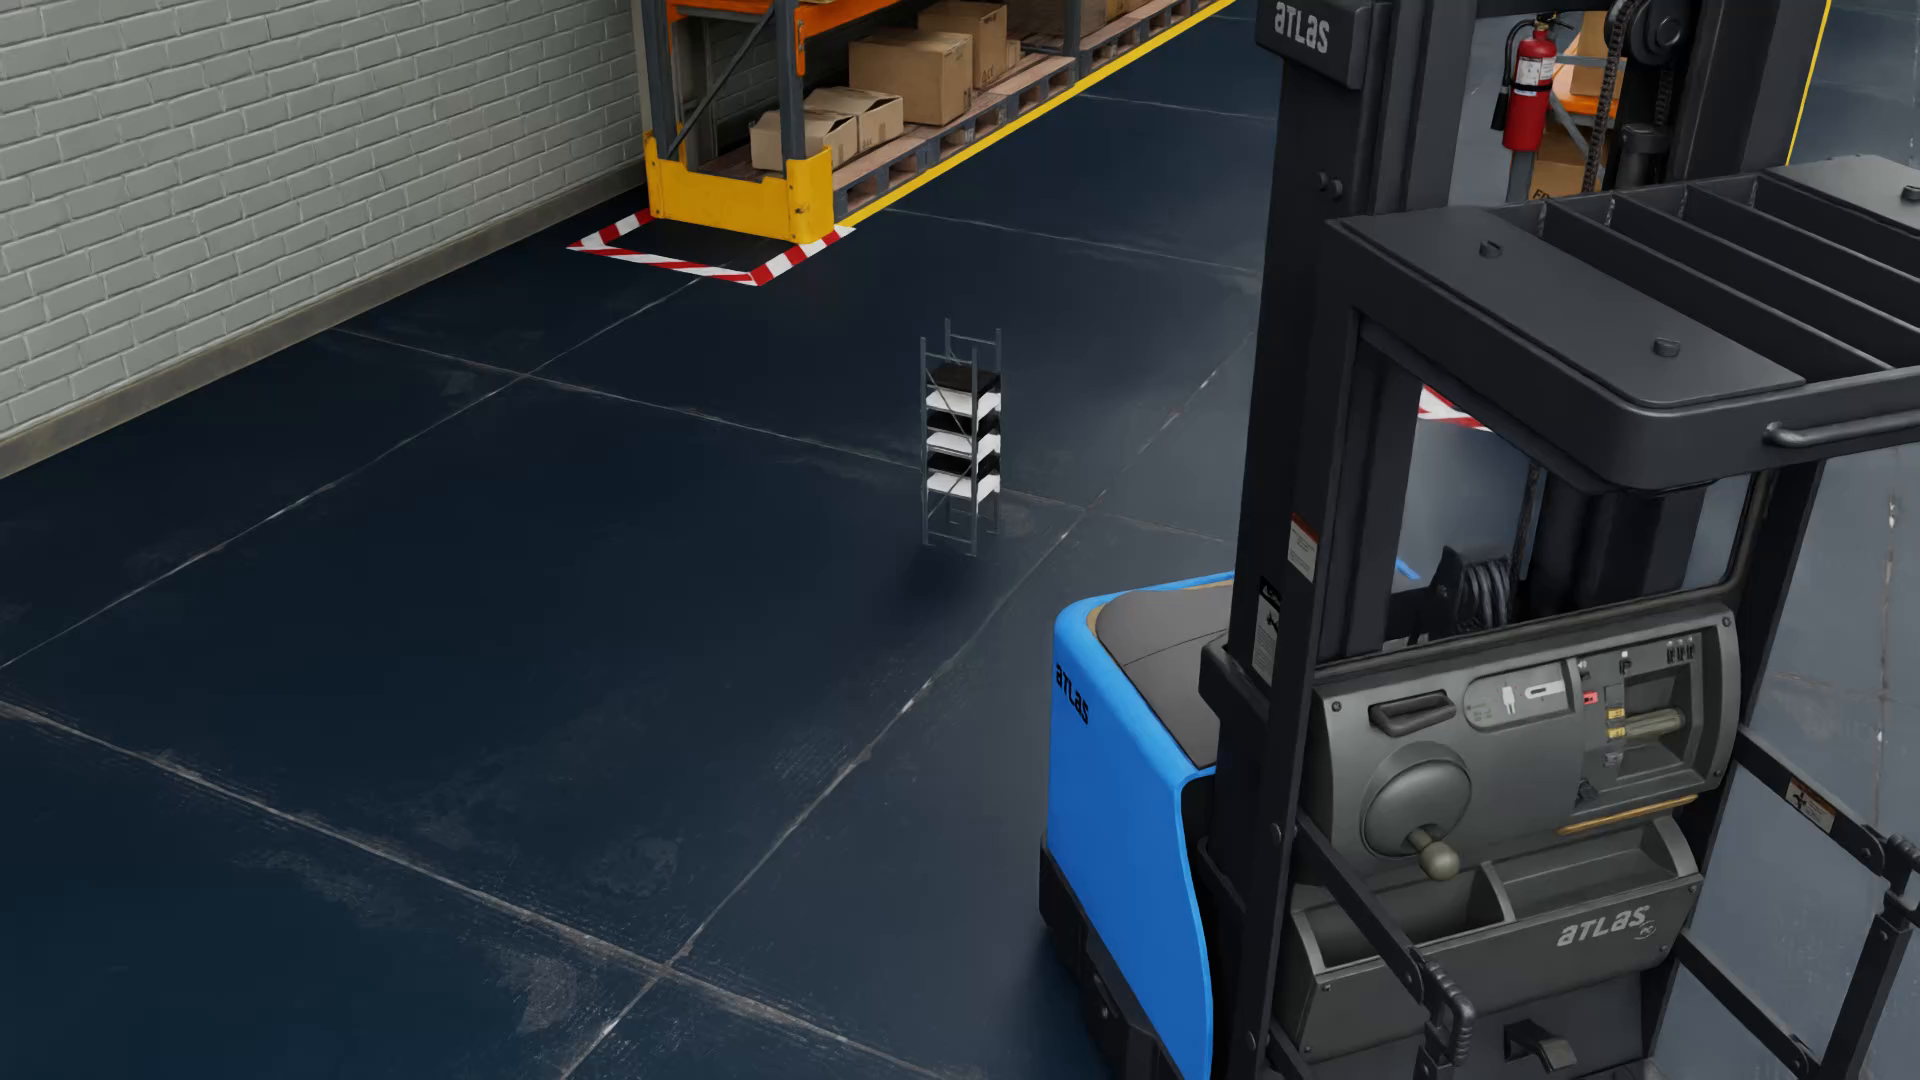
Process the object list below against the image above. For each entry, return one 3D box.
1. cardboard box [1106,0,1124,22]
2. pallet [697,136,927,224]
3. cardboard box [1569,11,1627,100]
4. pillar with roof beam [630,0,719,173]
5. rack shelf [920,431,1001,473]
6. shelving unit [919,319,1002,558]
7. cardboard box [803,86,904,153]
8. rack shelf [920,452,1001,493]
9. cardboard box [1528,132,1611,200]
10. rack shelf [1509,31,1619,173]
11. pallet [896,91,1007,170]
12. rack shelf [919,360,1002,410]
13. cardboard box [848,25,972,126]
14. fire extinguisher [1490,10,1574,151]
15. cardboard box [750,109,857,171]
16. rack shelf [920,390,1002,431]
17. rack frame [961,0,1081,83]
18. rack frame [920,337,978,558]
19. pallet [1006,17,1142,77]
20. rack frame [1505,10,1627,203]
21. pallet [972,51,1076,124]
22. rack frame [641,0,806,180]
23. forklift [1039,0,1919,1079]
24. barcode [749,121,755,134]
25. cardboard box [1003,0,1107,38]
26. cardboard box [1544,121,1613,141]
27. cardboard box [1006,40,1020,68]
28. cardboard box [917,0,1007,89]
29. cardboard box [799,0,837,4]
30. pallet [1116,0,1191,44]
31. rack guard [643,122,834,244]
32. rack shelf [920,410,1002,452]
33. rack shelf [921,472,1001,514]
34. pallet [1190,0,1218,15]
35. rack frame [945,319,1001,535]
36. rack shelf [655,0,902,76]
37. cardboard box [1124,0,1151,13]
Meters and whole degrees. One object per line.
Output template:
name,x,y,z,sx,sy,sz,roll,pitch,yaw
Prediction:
cardboard box,0.966,-4.655,13.912,0.700,0.500,0.500,14,33,22
pallet,-0.931,-2.381,10.684,1.003,0.211,1.213,14,33,23
cardboard box,3.268,-2.329,7.694,0.700,0.500,0.500,14,33,23
pillar with roof beam,2.014,-5.336,7.005,9.100,9.000,0.400,14,33,23
rack shelf,0.004,-0.365,6.549,0.258,0.077,0.200,14,33,23
shelving unit,0.004,-0.394,6.532,0.258,0.900,0.210,14,33,23
cardboard box,-0.712,-2.768,10.816,0.500,0.311,0.500,17,34,27
rack shelf,0.004,-0.287,6.594,0.258,0.077,0.200,14,33,23
cardboard box,3.024,-1.702,8.288,0.500,0.500,0.500,14,33,23
rack shelf,3.956,-2.657,9.087,1.077,0.370,4.000,14,33,23
pallet,-0.374,-2.920,11.622,1.003,0.211,1.213,14,33,23
rack shelf,0.004,-0.599,6.414,0.258,0.077,0.200,14,33,23
cardboard box,-0.333,-3.164,11.316,0.700,0.500,0.500,12,32,20
fire extinguisher,2.577,-2.101,7.475,0.296,0.674,0.183,14,33,23
cardboard box,-0.972,-2.515,10.376,0.500,0.311,0.500,11,32,18
rack shelf,0.004,-0.521,6.459,0.258,0.077,0.200,14,33,23
rack frame,0.455,-4.977,12.405,1.000,3.000,0.127,14,33,23
rack frame,-0.043,-0.349,6.454,0.240,0.900,0.006,14,33,23
pallet,0.808,-4.114,13.701,1.003,0.211,1.213,14,33,23
rack frame,3.044,-2.082,7.363,1.000,3.000,0.127,14,33,23
pallet,0.181,-3.462,12.567,1.003,0.211,1.213,14,33,23
rack frame,-1.367,-3.204,9.318,1.000,3.000,0.127,14,33,23
forklift,1.188,0.437,3.045,1.130,2.935,3.031,-10,31,-16
barcode,-1.320,-2.618,10.546,0.001,0.075,0.075,14,33,23
cardboard box,0.776,-4.414,13.493,0.700,0.500,0.500,15,33,25
cardboard box,3.466,-2.149,9.066,0.500,0.500,0.500,14,33,23
cardboard box,0.238,-3.696,12.577,0.380,0.166,0.250,10,31,17
cardboard box,0.018,-3.615,12.101,0.500,0.500,0.500,12,32,20
cardboard box,-0.862,-3.292,9.601,0.500,0.250,0.500,13,32,22
pallet,1.363,-4.656,14.647,1.003,0.211,1.213,14,33,23
rack guard,-1.333,-2.154,9.999,1.175,0.500,0.348,14,33,23
rack shelf,0.004,-0.443,6.504,0.258,0.077,0.200,14,33,23
rack shelf,0.004,-0.209,6.638,0.258,0.077,0.200,14,33,23
pallet,1.920,-5.195,15.585,1.003,0.211,1.213,14,33,23
rack frame,0.050,-0.439,6.611,0.240,0.900,0.006,14,33,23
rack shelf,-0.456,-3.779,11.041,1.077,0.370,4.000,14,33,23
cardboard box,1.235,-4.872,14.290,0.700,0.500,0.500,15,33,24
